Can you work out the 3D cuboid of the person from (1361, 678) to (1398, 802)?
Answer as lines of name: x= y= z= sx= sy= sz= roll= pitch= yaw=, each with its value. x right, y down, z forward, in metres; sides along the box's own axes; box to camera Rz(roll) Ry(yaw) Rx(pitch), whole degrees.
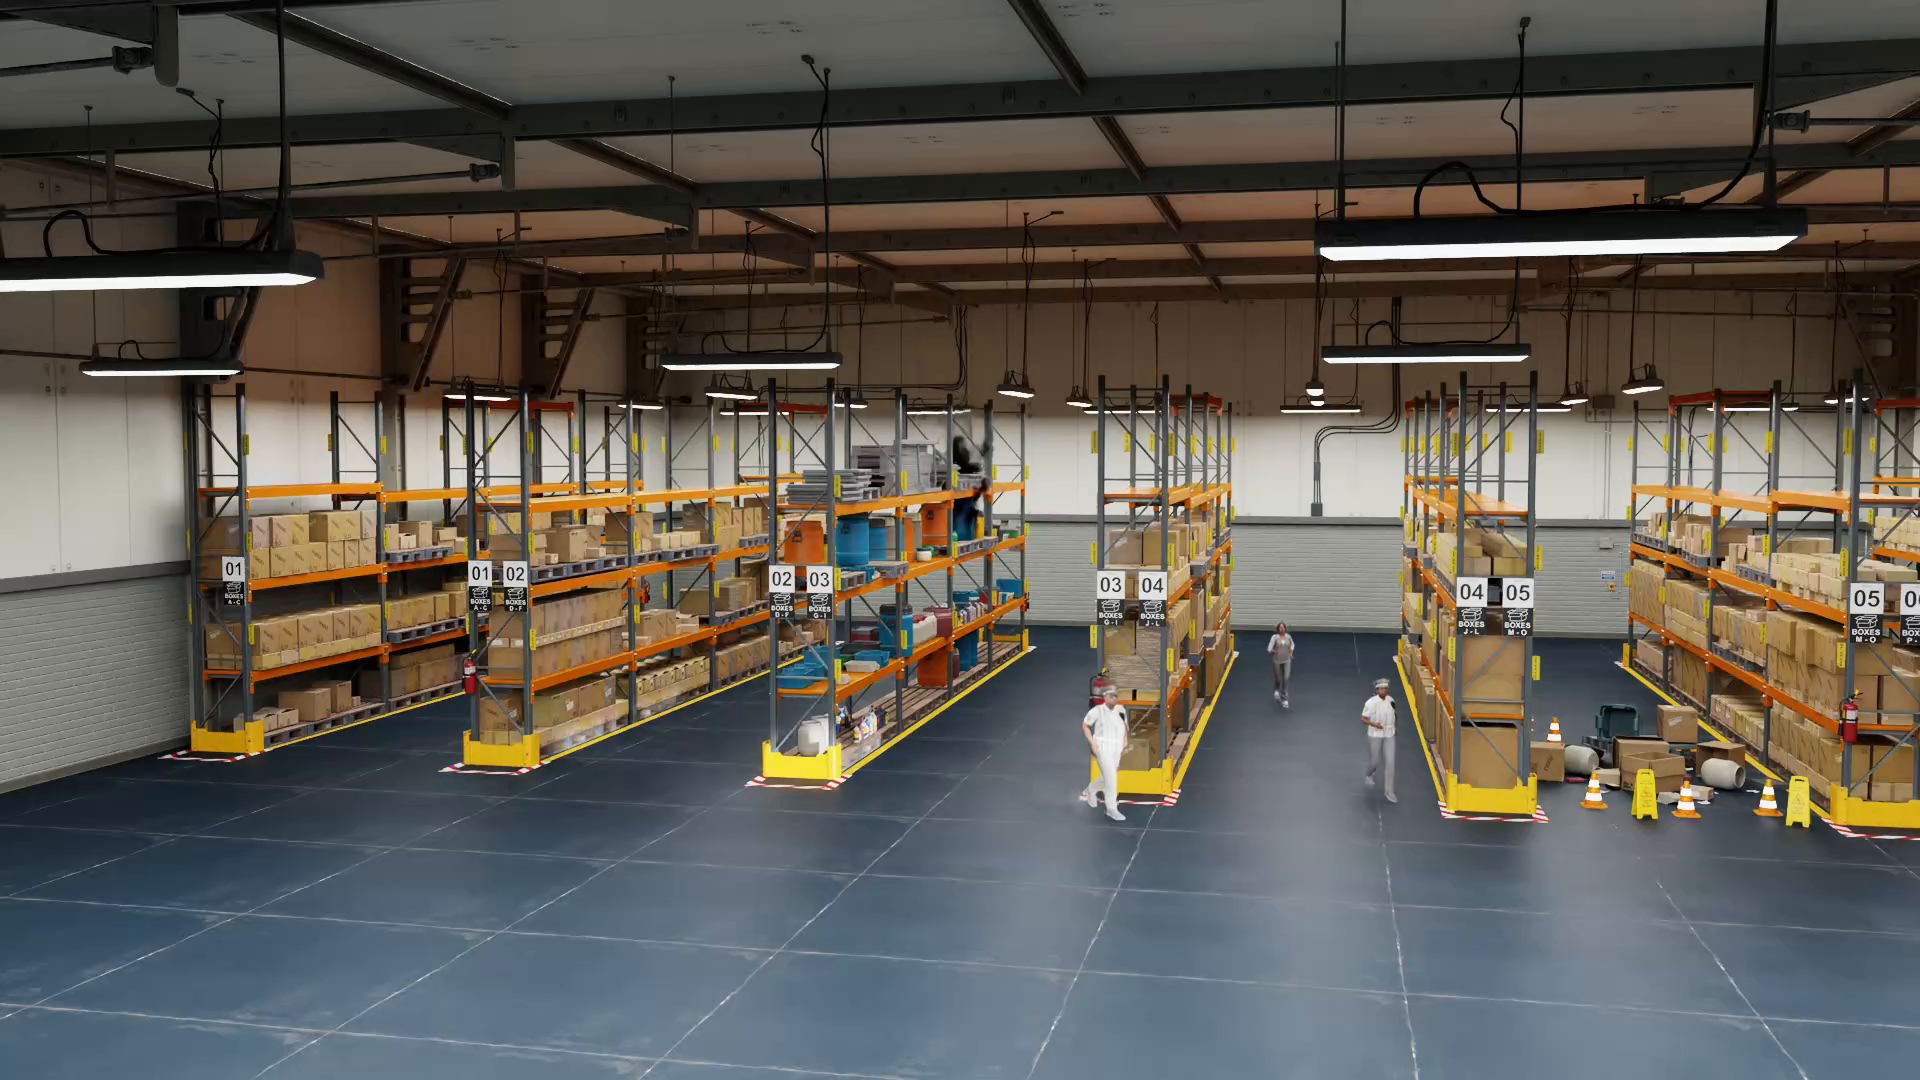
person: x=5.972 y=2.795 z=23.611 sx=0.585 sy=1.697 sz=0.935 roll=0 pitch=3 yaw=-6

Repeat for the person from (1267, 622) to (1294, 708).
person: x=6.160 y=2.365 z=31.886 sx=0.540 sy=1.597 sz=0.879 roll=0 pitch=3 yaw=2

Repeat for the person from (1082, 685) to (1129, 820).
person: x=2.009 y=2.818 z=22.417 sx=0.659 sy=1.771 sz=0.852 roll=-2 pitch=4 yaw=-32
